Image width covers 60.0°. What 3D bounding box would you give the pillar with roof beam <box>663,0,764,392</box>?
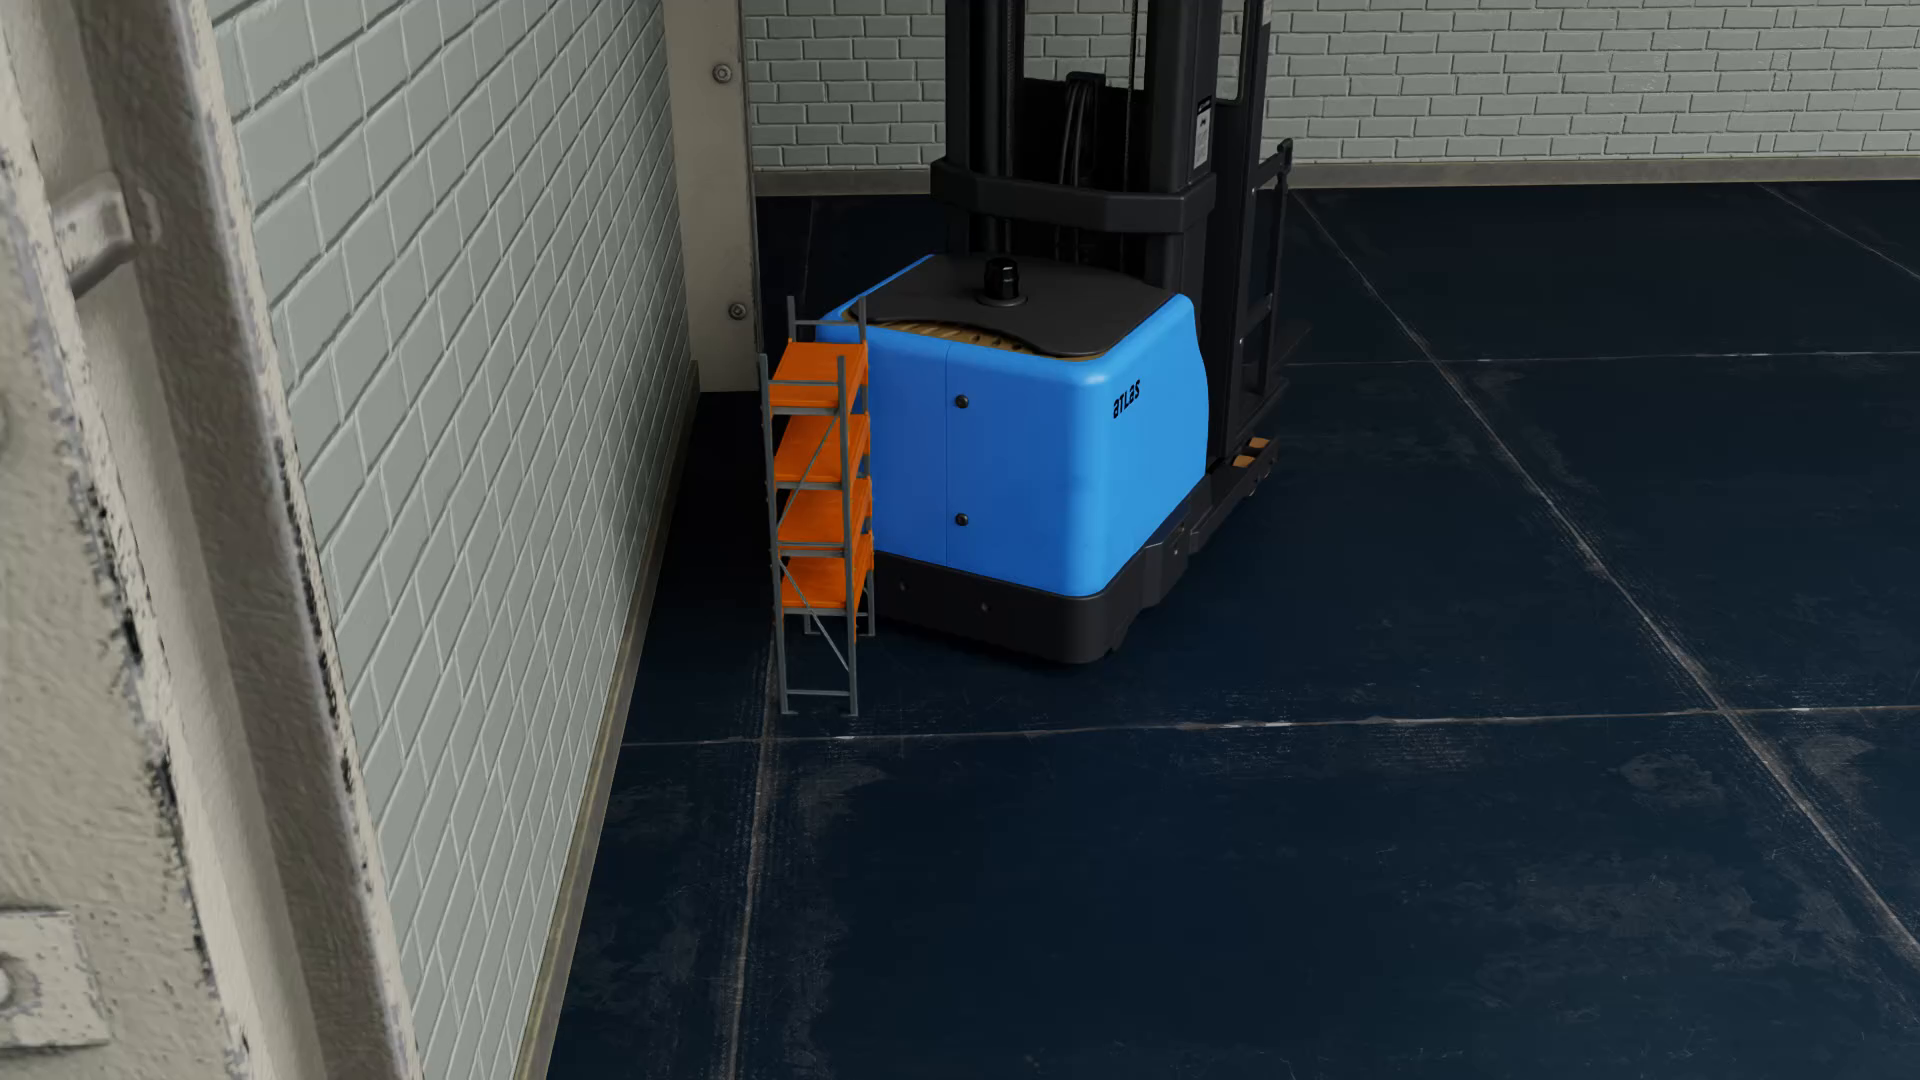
[{"bbox_3d":[3.227,-4.860,5.838,9.100,9.000,0.400,-1,28,-3],"label":"pillar with roof beam"}]

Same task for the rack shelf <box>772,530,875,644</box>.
[{"bbox_3d":[-0.424,0.138,5.261,0.258,0.148,0.480,2,28,3],"label":"rack shelf"}]

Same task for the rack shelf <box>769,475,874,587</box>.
[{"bbox_3d":[-0.424,-0.038,5.169,0.258,0.148,0.480,2,28,3],"label":"rack shelf"}]

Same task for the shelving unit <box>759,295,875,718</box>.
[{"bbox_3d":[-0.424,-0.097,5.138,0.258,1.200,0.503,2,28,3],"label":"shelving unit"}]

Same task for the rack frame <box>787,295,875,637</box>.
[{"bbox_3d":[-0.408,-0.210,5.354,0.240,1.200,0.015,2,28,3],"label":"rack frame"}]

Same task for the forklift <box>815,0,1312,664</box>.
[{"bbox_3d":[0.638,-1.554,6.060,1.130,2.935,3.031,13,30,24],"label":"forklift"}]

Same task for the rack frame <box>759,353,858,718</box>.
[{"bbox_3d":[-0.440,0.016,4.922,0.240,1.200,0.015,2,28,3],"label":"rack frame"}]

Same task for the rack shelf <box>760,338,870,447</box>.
[{"bbox_3d":[-0.425,-0.446,4.956,0.258,0.148,0.480,2,28,3],"label":"rack shelf"}]

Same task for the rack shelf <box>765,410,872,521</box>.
[{"bbox_3d":[-0.424,-0.236,5.066,0.258,0.148,0.480,2,28,3],"label":"rack shelf"}]
